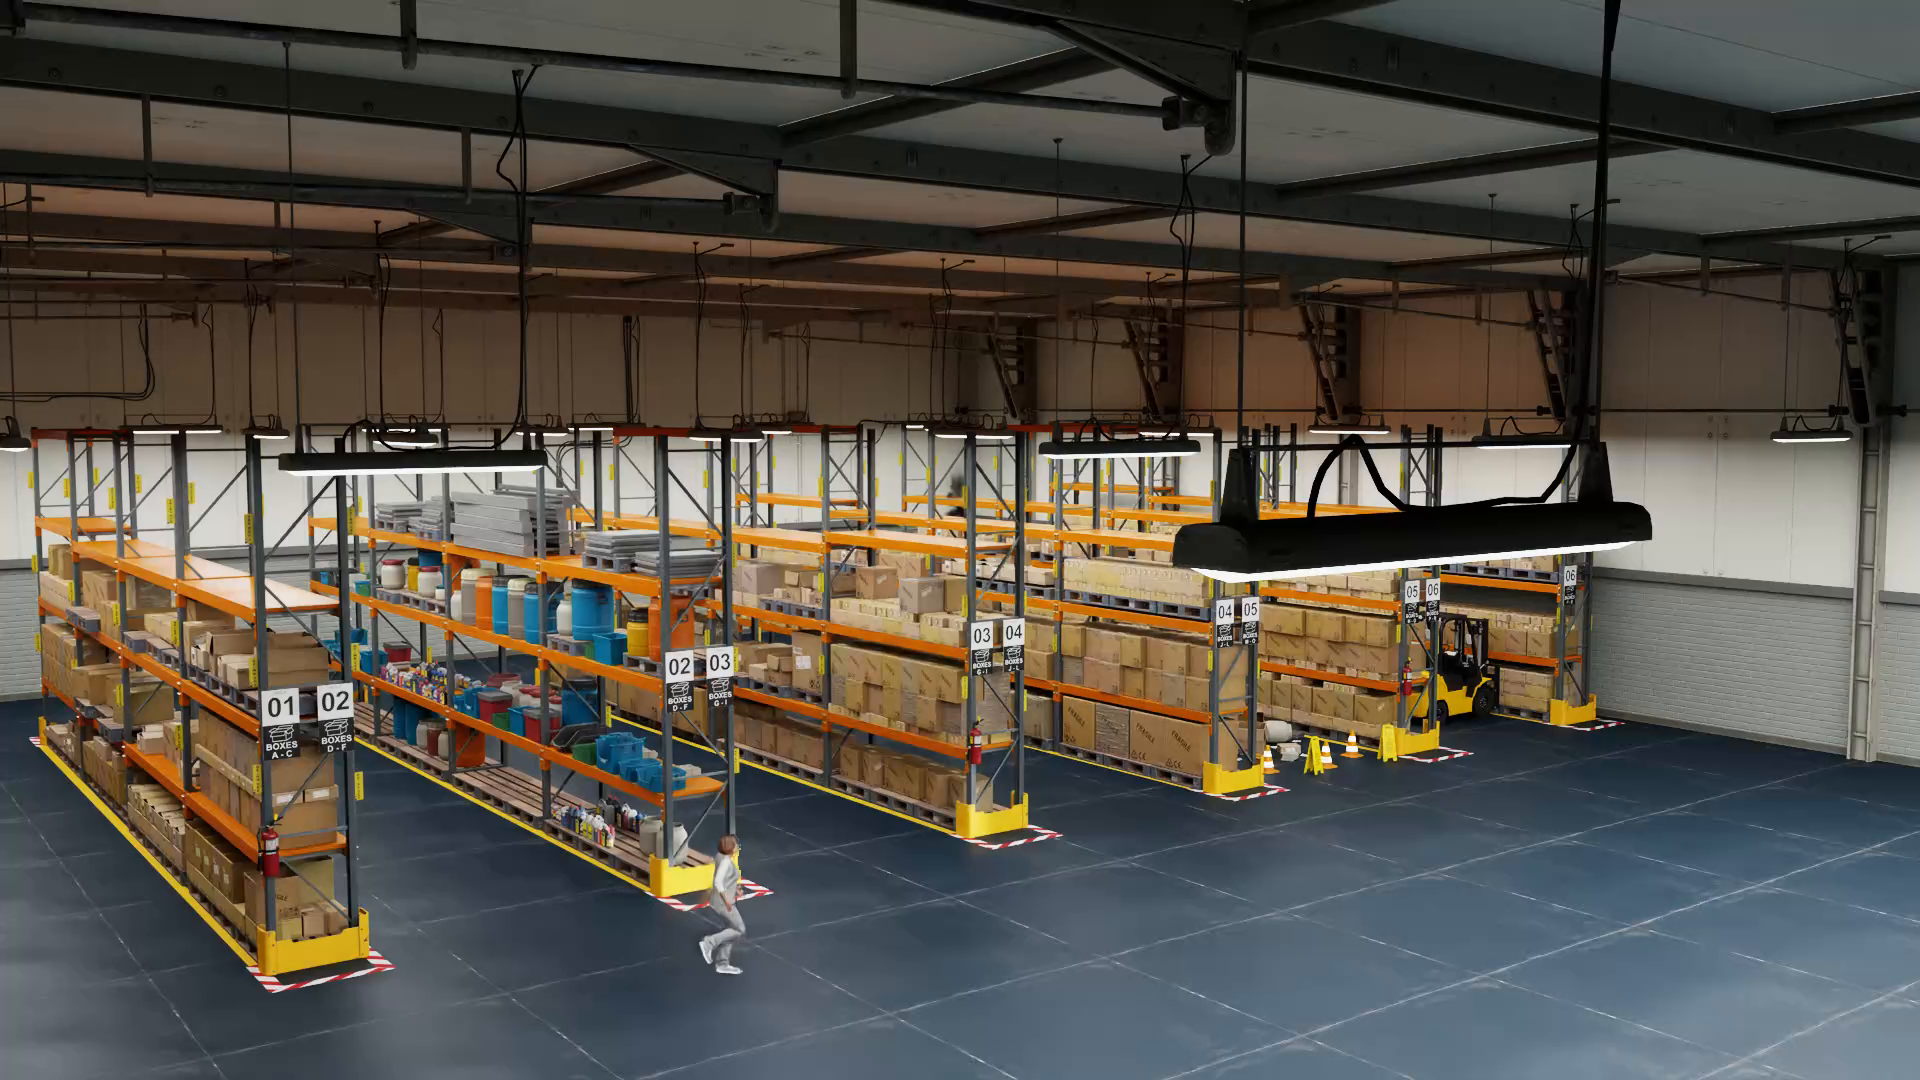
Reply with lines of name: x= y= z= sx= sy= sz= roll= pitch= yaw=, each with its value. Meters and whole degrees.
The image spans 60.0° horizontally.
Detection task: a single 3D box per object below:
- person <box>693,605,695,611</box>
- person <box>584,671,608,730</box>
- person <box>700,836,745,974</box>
person: x=-6.492 y=2.354 z=39.822 sx=0.675 sy=1.732 sz=0.655 roll=0 pitch=4 yaw=1
person: x=-6.686 y=3.103 z=30.316 sx=0.602 sy=1.688 sz=0.650 roll=4 pitch=6 yaw=41
person: x=-2.649 y=4.096 z=18.691 sx=0.485 sy=1.558 sz=0.552 roll=-1 pitch=5 yaw=-18
